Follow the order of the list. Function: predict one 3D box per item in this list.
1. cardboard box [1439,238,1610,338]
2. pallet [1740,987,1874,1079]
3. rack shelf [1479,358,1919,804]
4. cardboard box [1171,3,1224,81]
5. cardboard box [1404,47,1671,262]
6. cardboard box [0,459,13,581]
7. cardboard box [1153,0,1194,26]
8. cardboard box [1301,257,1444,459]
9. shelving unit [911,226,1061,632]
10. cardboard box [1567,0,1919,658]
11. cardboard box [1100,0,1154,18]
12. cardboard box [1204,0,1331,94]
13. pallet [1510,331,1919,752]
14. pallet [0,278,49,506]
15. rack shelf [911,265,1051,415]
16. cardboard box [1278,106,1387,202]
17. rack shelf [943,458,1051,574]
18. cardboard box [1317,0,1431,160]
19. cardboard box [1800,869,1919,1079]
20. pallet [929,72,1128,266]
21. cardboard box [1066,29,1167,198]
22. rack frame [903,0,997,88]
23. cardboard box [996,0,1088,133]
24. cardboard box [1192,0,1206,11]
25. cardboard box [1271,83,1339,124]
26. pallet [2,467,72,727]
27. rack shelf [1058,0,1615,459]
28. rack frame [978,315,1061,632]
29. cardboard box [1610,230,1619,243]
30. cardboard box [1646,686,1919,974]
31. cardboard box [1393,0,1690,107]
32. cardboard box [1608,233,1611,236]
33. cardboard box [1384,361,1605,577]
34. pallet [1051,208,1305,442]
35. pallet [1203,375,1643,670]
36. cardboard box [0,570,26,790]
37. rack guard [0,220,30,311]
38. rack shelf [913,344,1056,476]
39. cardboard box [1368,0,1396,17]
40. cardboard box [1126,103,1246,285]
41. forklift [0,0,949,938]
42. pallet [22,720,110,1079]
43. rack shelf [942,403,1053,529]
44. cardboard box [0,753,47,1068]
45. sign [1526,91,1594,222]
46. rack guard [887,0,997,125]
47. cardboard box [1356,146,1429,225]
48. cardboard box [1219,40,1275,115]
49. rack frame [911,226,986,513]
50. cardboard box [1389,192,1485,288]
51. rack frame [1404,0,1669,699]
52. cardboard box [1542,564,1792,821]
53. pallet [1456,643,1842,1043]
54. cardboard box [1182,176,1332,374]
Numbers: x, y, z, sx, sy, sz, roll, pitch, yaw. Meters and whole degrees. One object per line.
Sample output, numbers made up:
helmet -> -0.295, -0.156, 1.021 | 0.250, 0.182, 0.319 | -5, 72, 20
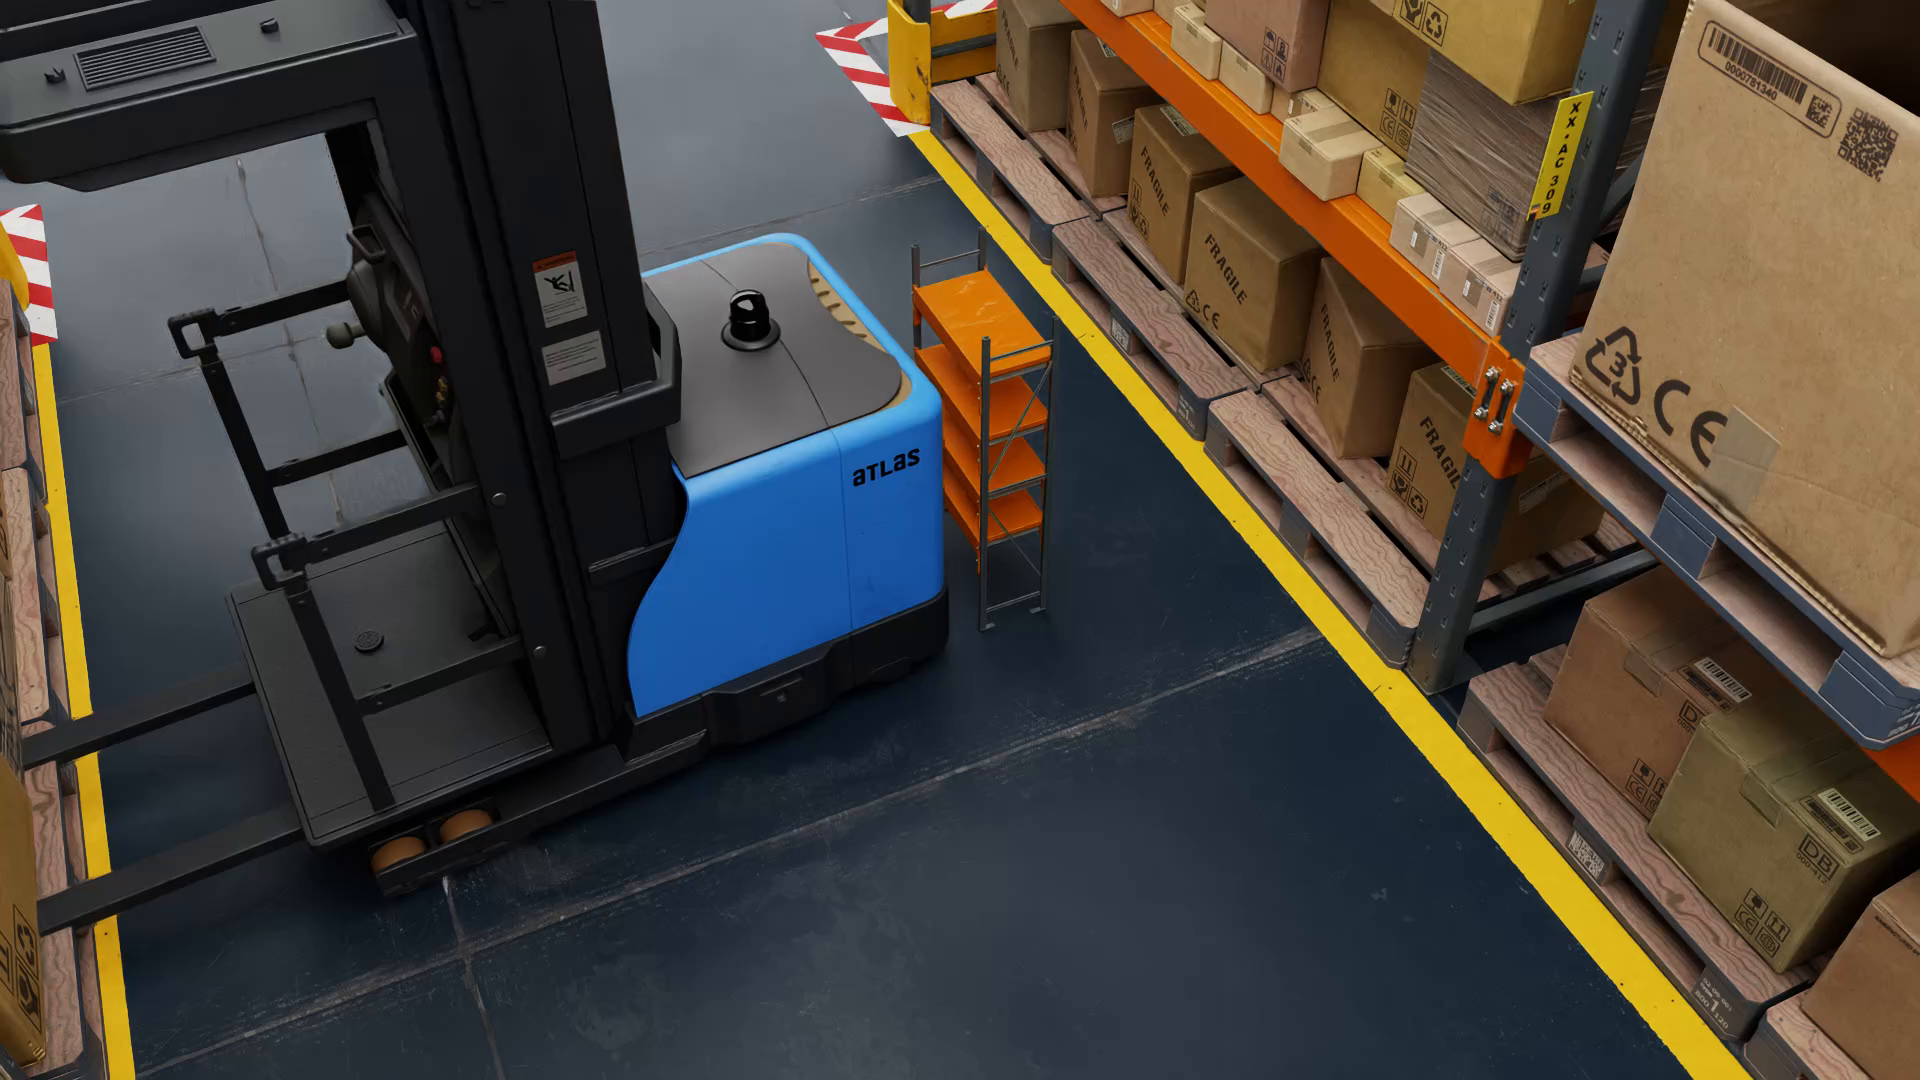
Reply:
cardboard box -> 1.543, -0.716, 4.519 | 0.380, 0.149, 0.250 | -18, 47, -17
pallet -> 2.746, 1.512, 4.068 | 1.003, 0.211, 1.213 | -18, 47, -17
rack shelf -> 2.741, 0.776, 3.341 | 1.077, 0.370, 4.000 | -18, 47, -17
cardboard box -> 0.926, -1.676, 5.492 | 0.380, 0.149, 0.250 | -18, 47, -17
cardboard box -> 1.767, -1.202, 4.549 | 0.875, 0.500, 0.500 | -18, 47, -17
cardboard box -> -3.608, -0.324, 5.157 | 0.875, 0.875, 0.875 | -19, 48, -18
cardboard box -> 0.890, -1.858, 5.676 | 0.380, 0.149, 0.250 | -18, 47, -17
cardboard box -> 1.520, -0.644, 5.748 | 0.500, 0.500, 0.500 | -5, 45, -5
shelving unit -> 0.070, -0.322, 5.222 | 0.258, 1.200, 0.503 | -18, 47, -17
cardboard box -> 2.107, -0.570, 3.466 | 1.000, 1.000, 1.000 | -18, 47, -17
cardboard box -> 0.664, -1.978, 5.798 | 0.380, 0.149, 0.250 | -18, 47, -17
cardboard box -> 1.287, -1.819, 5.175 | 0.875, 0.500, 0.500 | -18, 47, -17
pallet -> 2.089, -0.157, 3.910 | 1.003, 0.211, 1.213 | -18, 47, -17
pallet -> -3.917, -0.425, 6.030 | 1.003, 0.211, 1.213 | -18, 47, -17
rack shelf -> 0.070, -0.601, 4.946 | 0.258, 0.148, 0.480 | -18, 47, -17
cardboard box -> 1.190, -1.181, 4.991 | 0.380, 0.149, 0.250 | -18, 47, -17
rack shelf -> 0.070, -0.132, 5.408 | 0.258, 0.148, 0.480 | -18, 47, -17
cardboard box -> 1.589, -1.531, 4.883 | 0.875, 0.500, 0.500 | -18, 47, -17
cardboard box -> 2.558, 1.042, 4.025 | 0.700, 0.500, 0.500 | -22, 49, -21
pallet -> 0.560, -1.735, 7.358 | 1.003, 0.211, 1.213 | -18, 47, -17
cardboard box -> 0.748, -1.790, 6.909 | 0.500, 0.500, 0.500 | -7, 45, -7
rack frame -> 0.218, -3.304, 6.963 | 1.000, 3.000, 0.127 | -18, 47, -17
cardboard box -> 0.466, -2.161, 7.285 | 0.500, 0.500, 0.500 | -10, 45, -10
cardboard box -> 1.114, -2.150, 5.511 | 0.875, 0.500, 0.500 | -18, 47, -17
cardboard box -> 1.204, -1.380, 5.191 | 0.380, 0.149, 0.250 | -18, 47, -17
pallet -> -3.408, 0.352, 5.243 | 1.003, 0.211, 1.213 | -18, 47, -17
rack shelf -> 1.059, -1.774, 5.924 | 1.077, 0.370, 4.000 | -18, 47, -17
rack frame -> 0.172, -0.166, 5.064 | 0.240, 1.200, 0.015 | -18, 47, -17
cardboard box -> 2.083, -0.891, 4.697 | 0.380, 0.149, 0.250 | -18, 47, -17
cardboard box -> 2.322, 0.685, 4.386 | 0.700, 0.500, 0.500 | -18, 47, -18
cardboard box -> 1.461, -1.458, 4.097 | 0.500, 0.500, 0.500 | -18, 47, -17
cardboard box -> 1.989, -1.055, 4.862 | 0.380, 0.149, 0.250 | -18, 47, -17
cardboard box -> 1.768, -0.281, 5.380 | 0.500, 0.500, 0.500 | -19, 48, -19
pallet -> 1.069, -0.959, 6.571 | 1.003, 0.211, 1.213 | -18, 47, -17
pallet -> 1.586, -0.180, 5.782 | 1.003, 0.211, 1.213 | -18, 47, -17
cardboard box -> -3.226, 0.257, 4.567 | 0.875, 0.875, 0.875 | -18, 47, -17
rack guard -> -4.335, -1.029, 6.437 | 1.175, 0.500, 0.348 | -18, 47, -17
rack shelf -> 0.070, -0.433, 5.112 | 0.258, 0.148, 0.480 | -18, 47, -17
cardboard box -> 1.250, -1.776, 4.420 | 0.500, 0.500, 0.500 | -18, 47, -17
cardboard box -> 0.994, -1.386, 6.499 | 0.500, 0.500, 0.500 | -14, 46, -14
forklift -> -1.574, -0.466, 4.136 | 3.031, 2.935, 1.130 | -21, 49, -20
pallet -> -2.891, 1.130, 4.454 | 1.003, 0.211, 1.213 | -18, 47, -17
rack shelf -> 0.070, -0.274, 5.269 | 0.258, 0.148, 0.480 | -18, 47, -17
cardboard box -> -2.844, 0.831, 3.986 | 0.875, 0.875, 0.875 | -17, 47, -17
sign -> 1.411, -0.898, 3.908 | 0.100, 0.325, 0.005 | -18, 47, -17
rack guard -> 0.250, -2.366, 7.792 | 1.175, 0.500, 0.348 | -18, 47, -17
cardboard box -> 1.396, -1.055, 4.862 | 0.380, 0.149, 0.250 | -18, 47, -17
cardboard box -> 1.062, -1.527, 5.341 | 0.380, 0.149, 0.250 | -18, 47, -17
rack frame -> -0.033, -0.477, 5.379 | 0.240, 1.200, 0.015 | -18, 47, -17
cardboard box -> 1.446, -0.878, 4.683 | 0.380, 0.149, 0.250 | -18, 47, -17
rack frame -> 1.900, -0.755, 4.380 | 1.000, 3.000, 0.127 | -18, 47, -17
cardboard box -> 2.139, 0.376, 4.700 | 0.700, 0.500, 0.500 | -22, 49, -20
pallet -> 2.229, 0.733, 4.857 | 1.003, 0.211, 1.213 | -18, 47, -17
cardboard box -> 1.188, -1.017, 6.125 | 0.500, 0.500, 0.500 | -22, 49, -21
